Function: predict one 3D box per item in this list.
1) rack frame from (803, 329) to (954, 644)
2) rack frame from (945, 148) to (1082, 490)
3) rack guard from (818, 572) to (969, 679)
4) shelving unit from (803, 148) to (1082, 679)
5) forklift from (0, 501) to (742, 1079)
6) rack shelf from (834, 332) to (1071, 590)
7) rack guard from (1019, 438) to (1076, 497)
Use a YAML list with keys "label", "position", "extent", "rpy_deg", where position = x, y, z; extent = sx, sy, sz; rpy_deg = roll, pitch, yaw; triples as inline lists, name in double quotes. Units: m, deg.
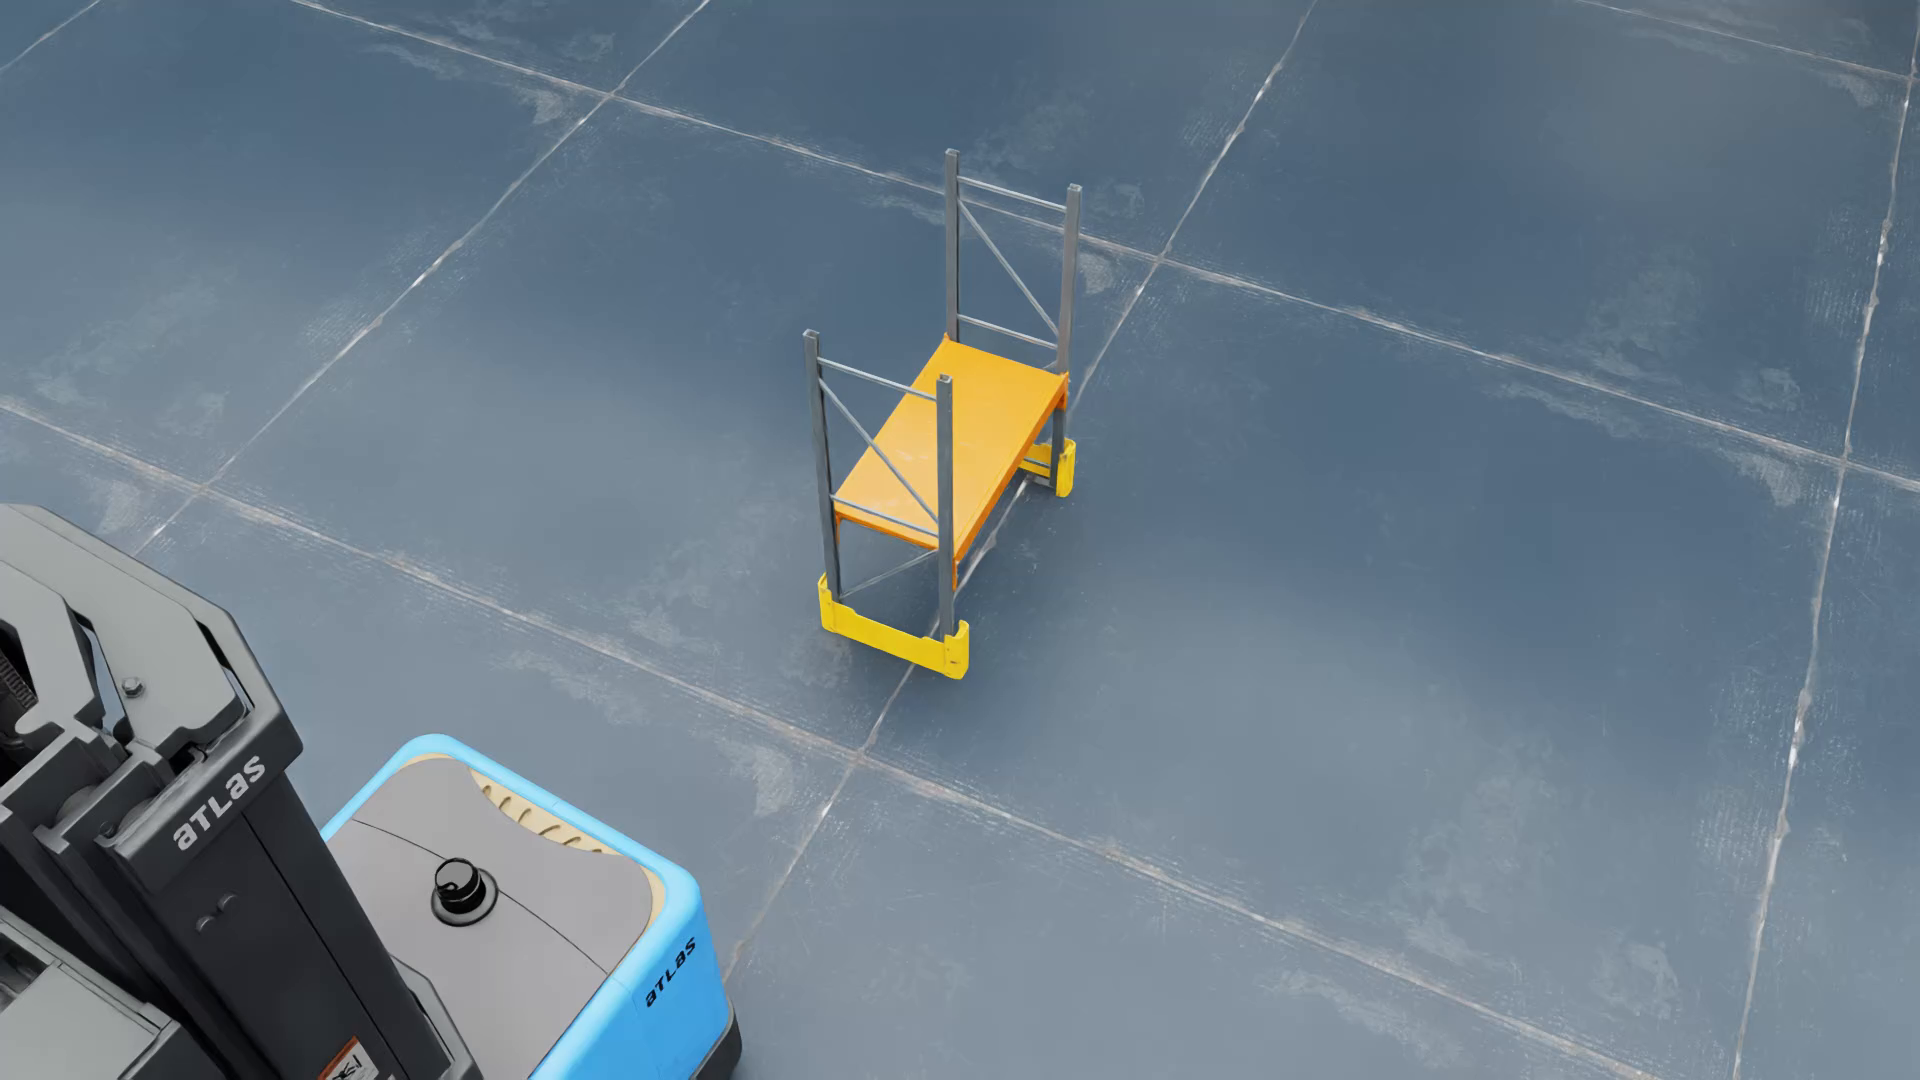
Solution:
- label: "rack frame"
  position: [-0.254, -0.077, 5.646]
  extent: [0.500, 1.500, 0.032]
  rpy_deg: [20, 52, 16]
- label: "rack frame"
  position: [0.181, -0.777, 6.242]
  extent: [0.500, 1.500, 0.032]
  rpy_deg: [20, 52, 16]
- label: "rack guard"
  position: [-0.245, 0.314, 6.133]
  extent: [0.587, 0.250, 0.087]
  rpy_deg: [20, 52, 16]
- label: "shelving unit"
  position: [-0.033, -0.434, 5.949]
  extent: [0.587, 1.500, 1.083]
  rpy_deg: [20, 52, 16]
- label: "forklift"
  position: [-1.860, 1.425, 3.428]
  extent: [1.130, 2.935, 3.031]
  rpy_deg: [24, 54, 19]
- label: "rack shelf"
  position: [-0.036, -0.311, 6.081]
  extent: [0.538, 0.185, 1.000]
  rpy_deg: [20, 52, 16]
- label: "rack guard"
  position: [0.180, -0.371, 6.717]
  extent: [0.587, 0.250, 0.087]
  rpy_deg: [20, 52, 16]
